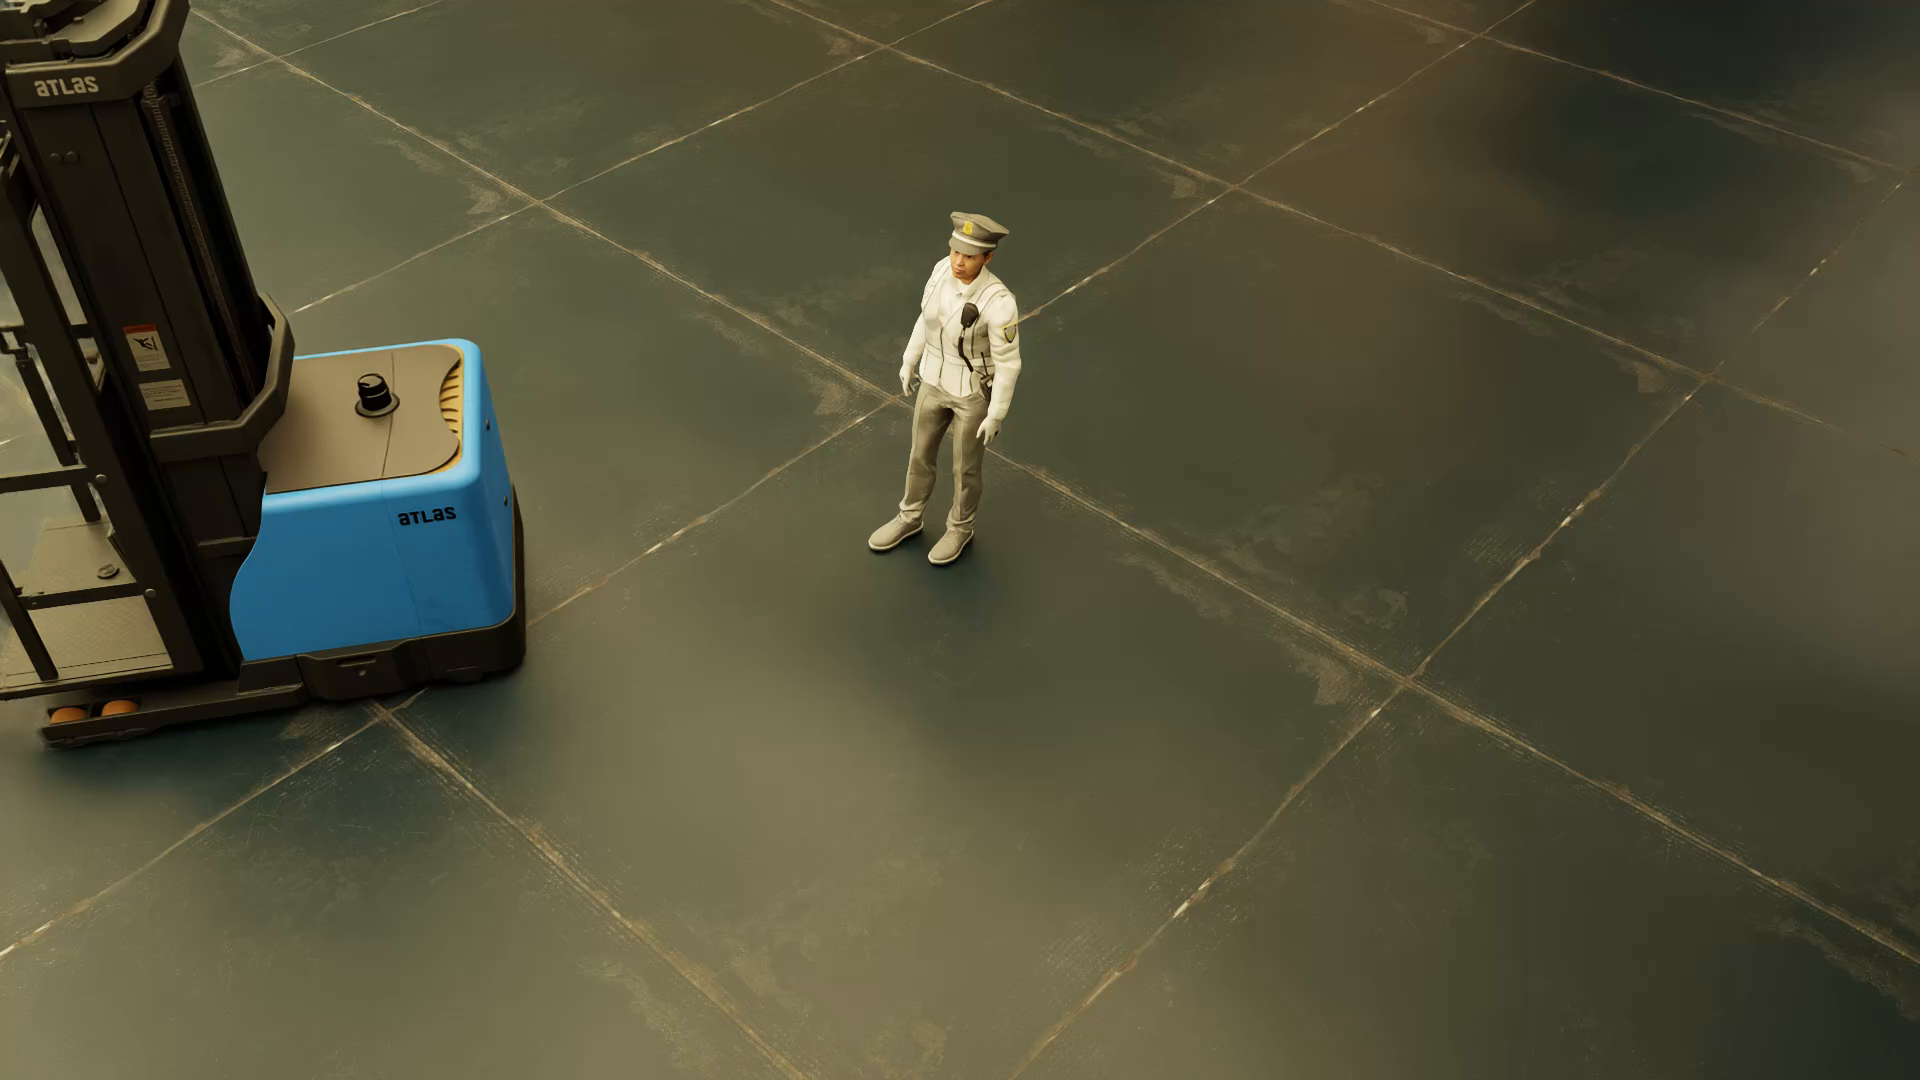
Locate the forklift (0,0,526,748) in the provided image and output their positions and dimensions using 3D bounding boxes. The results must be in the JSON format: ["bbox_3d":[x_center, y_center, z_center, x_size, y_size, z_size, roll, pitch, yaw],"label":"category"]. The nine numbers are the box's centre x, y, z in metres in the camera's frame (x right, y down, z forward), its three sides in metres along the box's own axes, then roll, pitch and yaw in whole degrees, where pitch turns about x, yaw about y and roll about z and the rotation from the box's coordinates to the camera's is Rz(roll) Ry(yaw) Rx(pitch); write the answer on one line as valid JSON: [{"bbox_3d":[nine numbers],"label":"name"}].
[{"bbox_3d":[-3.405,-0.654,6.190,3.031,2.935,1.130,-8,41,-9],"label":"forklift"}]

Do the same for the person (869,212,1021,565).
[{"bbox_3d":[-0.051,-0.619,7.088,0.586,1.694,0.531,31,49,31],"label":"person"}]
